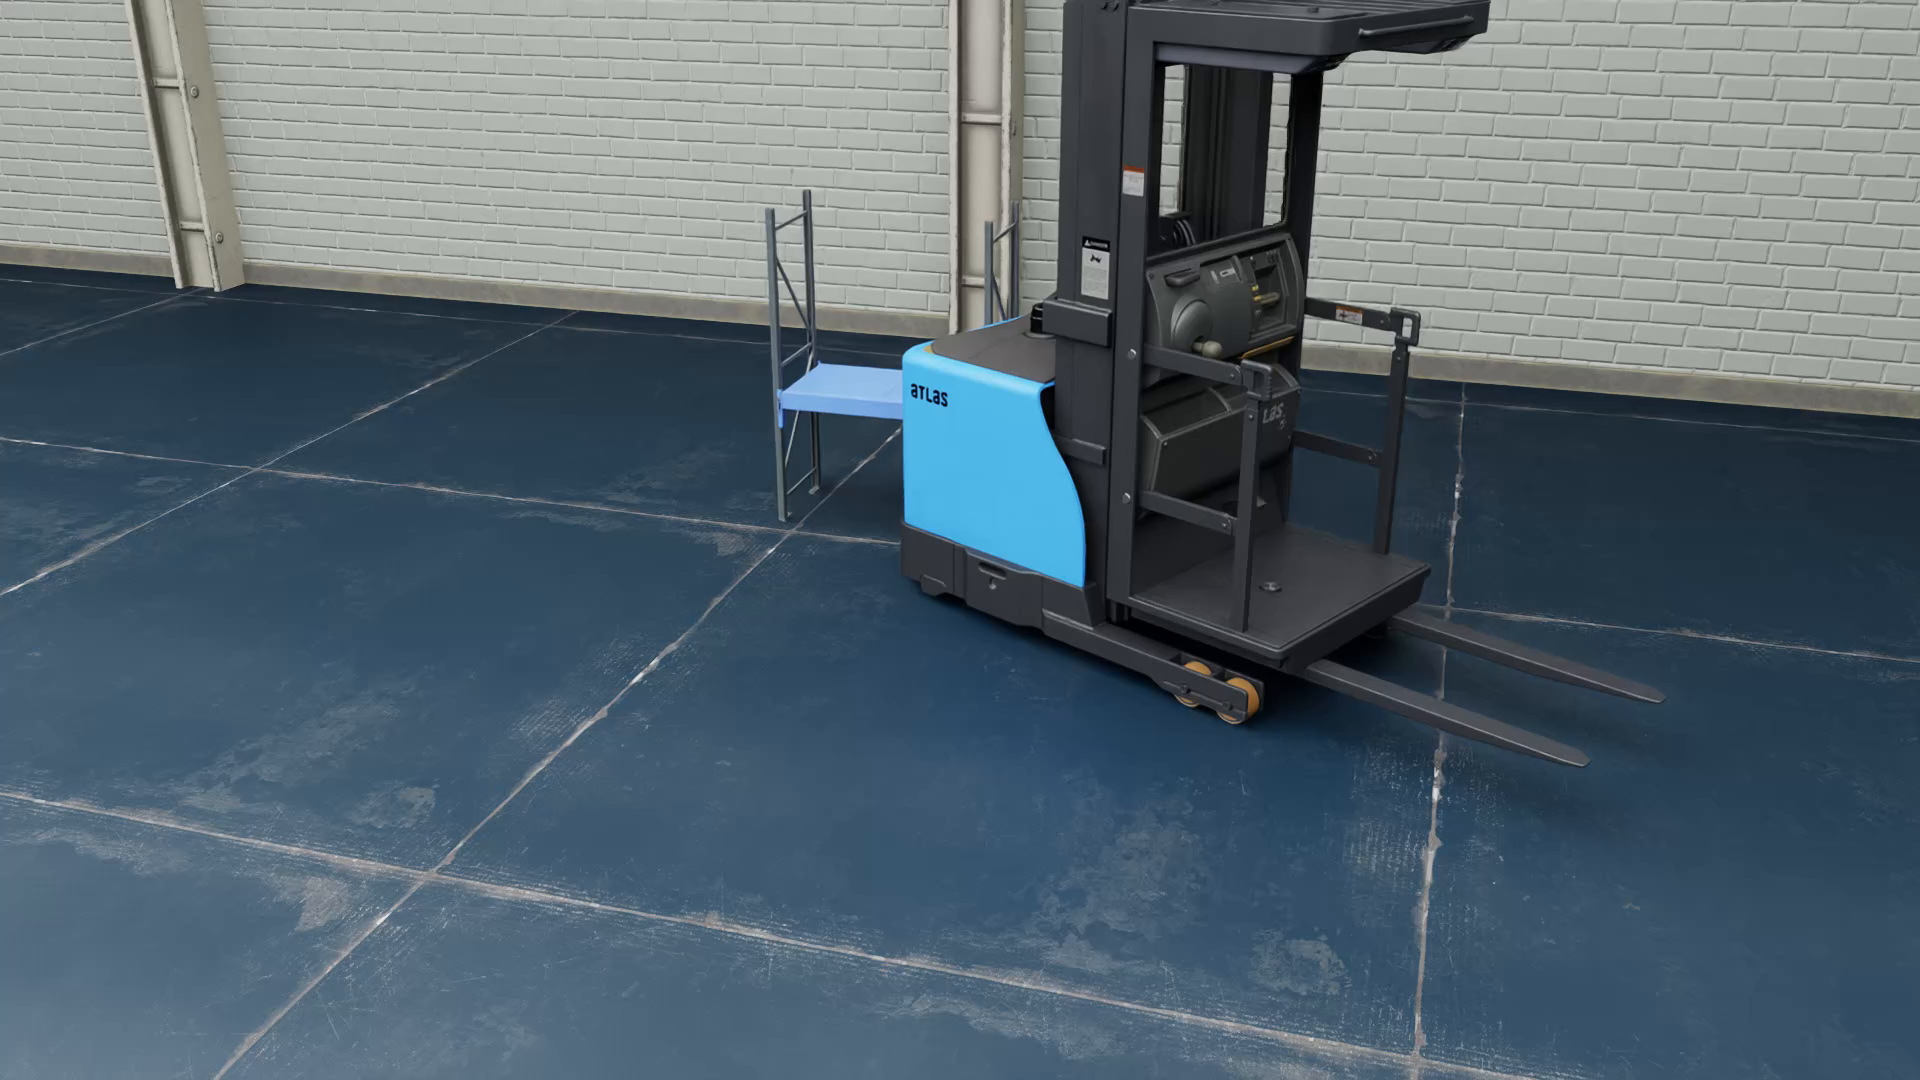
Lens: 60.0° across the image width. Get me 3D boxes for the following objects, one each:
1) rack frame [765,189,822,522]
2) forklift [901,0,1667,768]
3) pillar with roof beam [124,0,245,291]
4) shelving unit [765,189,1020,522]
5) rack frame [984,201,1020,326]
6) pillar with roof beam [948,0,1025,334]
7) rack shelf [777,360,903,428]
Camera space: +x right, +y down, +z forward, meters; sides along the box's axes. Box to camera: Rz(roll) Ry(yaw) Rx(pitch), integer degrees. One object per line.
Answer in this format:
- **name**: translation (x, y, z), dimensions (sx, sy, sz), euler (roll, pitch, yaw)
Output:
- **rack frame**: translation (-0.787, -0.874, 7.924), dimensions (0.032, 1.500, 0.500), euler (6, 23, 15)
- **forklift**: translation (1.158, -0.902, 6.108), dimensions (3.031, 2.935, 1.130), euler (20, 30, 40)
- **pillar with roof beam**: translation (-6.826, -4.503, 6.891), dimensions (0.400, 9.000, 9.100), euler (7, 23, 16)
- **shelving unit**: translation (-0.299, -0.820, 7.792), dimensions (1.048, 1.500, 0.538), euler (6, 23, 15)
- **rack frame**: translation (0.189, -0.766, 7.660), dimensions (0.032, 1.500, 0.500), euler (6, 23, 15)
- **pillar with roof beam**: translation (-1.082, -3.846, 5.288), dimensions (0.400, 9.000, 9.100), euler (7, 23, 16)
- **rack shelf**: translation (-0.299, -0.653, 7.860), dimensions (1.000, 0.185, 0.538), euler (6, 23, 15)
